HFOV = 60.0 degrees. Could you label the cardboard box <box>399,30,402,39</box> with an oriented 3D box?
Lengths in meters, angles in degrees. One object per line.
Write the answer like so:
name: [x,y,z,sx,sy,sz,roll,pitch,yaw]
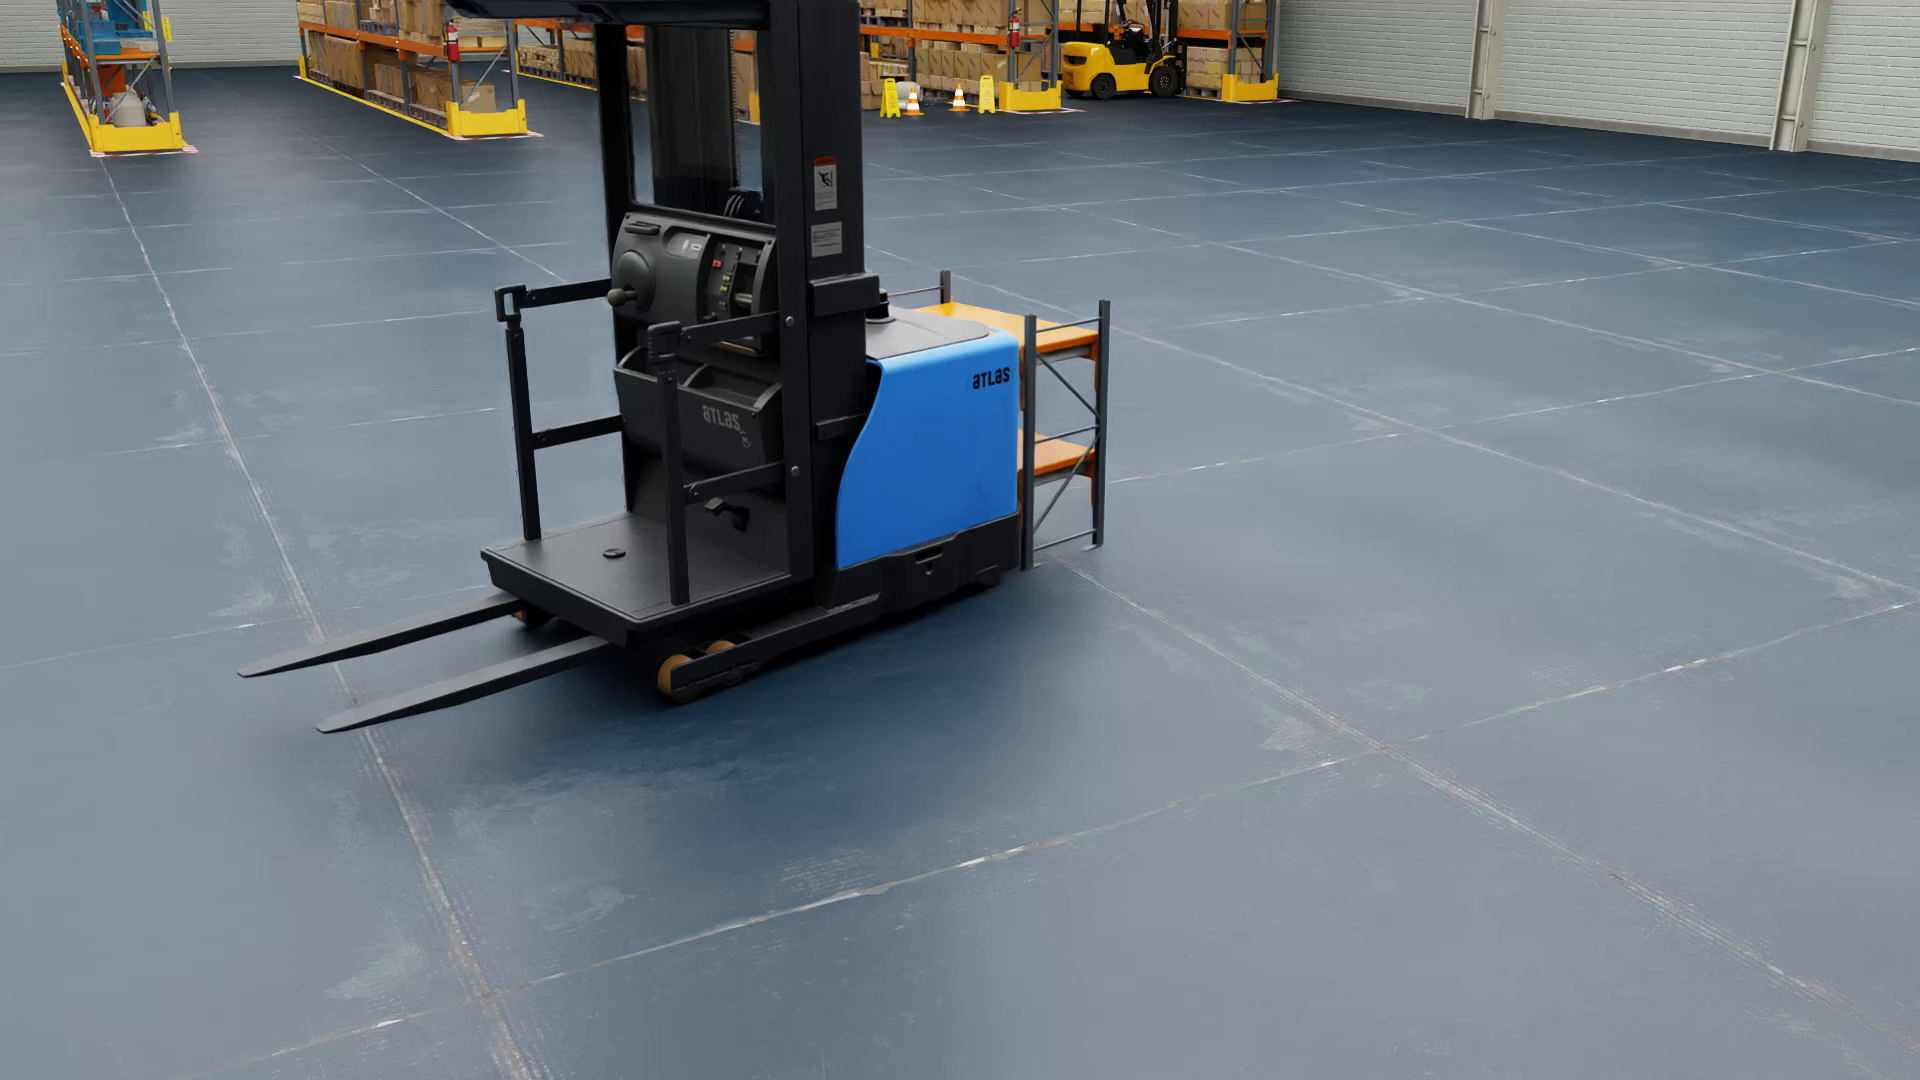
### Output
cardboard box: [-9.456,-8.721,28.693,0.380,0.149,0.250,-10,21,-27]

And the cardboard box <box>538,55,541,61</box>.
cardboard box: [-9.881,-11.567,39.824,0.380,0.149,0.250,-9,21,-24]

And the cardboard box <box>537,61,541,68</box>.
cardboard box: [-9.866,-11.341,39.627,0.380,0.149,0.250,-10,21,-27]

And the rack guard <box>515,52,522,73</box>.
rack guard: [-10.543,-11.929,41.436,1.175,0.500,0.348,-10,21,-27]

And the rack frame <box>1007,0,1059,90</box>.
rack frame: [1.327,-9.335,30.086,1.000,3.000,0.127,-10,21,-27]

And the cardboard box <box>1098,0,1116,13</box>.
cardboard box: [3.336,-11.520,35.882,0.500,0.250,0.500,-10,22,-28]

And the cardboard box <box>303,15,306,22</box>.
cardboard box: [-14.744,-11.900,37.904,0.380,0.149,0.250,-10,22,-27]

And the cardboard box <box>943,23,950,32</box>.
cardboard box: [-0.106,-9.856,31.981,0.380,0.149,0.250,-10,21,-26]

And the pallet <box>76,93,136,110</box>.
pallet: [-15.963,-8.231,31.162,1.003,0.211,1.213,-10,21,-27]

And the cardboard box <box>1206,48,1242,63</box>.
cardboard box: [5.201,-9.560,32.778,0.500,0.250,0.500,-9,21,-25]

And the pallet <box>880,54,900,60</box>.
pallet: [-1.489,-13.129,45.357,1.003,0.211,1.213,-10,21,-27]

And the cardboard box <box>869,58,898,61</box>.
cardboard box: [-1.855,-10.214,36.017,0.950,0.372,0.625,-10,22,-28]

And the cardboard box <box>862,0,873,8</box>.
cardboard box: [-1.719,-11.408,34.842,0.500,0.500,0.500,-11,22,-29]

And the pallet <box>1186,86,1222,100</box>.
pallet: [5.294,-9.000,33.390,1.003,0.211,1.213,-10,21,-27]

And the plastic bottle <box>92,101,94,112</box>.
plastic bottle: [-13.503,-6.701,25.943,0.061,0.283,0.133,-9,21,-24]

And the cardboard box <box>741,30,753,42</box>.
cardboard box: [-3.197,-8.710,28.044,0.875,0.550,0.550,-10,21,-27]

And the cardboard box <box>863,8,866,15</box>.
cardboard box: [-1.823,-11.203,35.241,0.380,0.149,0.250,-9,21,-25]

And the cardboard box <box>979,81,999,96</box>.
cardboard box: [0.695,-8.431,31.038,0.500,0.250,0.500,-10,21,-27]

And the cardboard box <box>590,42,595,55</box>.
cardboard box: [-7.585,-10.506,35.519,0.500,0.250,0.500,-10,21,-26]

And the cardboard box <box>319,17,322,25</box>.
cardboard box: [-13.649,-11.237,35.983,0.380,0.149,0.250,-10,21,-26]

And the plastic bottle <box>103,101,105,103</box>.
plastic bottle: [-13.459,-6.781,26.191,0.097,0.271,0.097,0,19,0]

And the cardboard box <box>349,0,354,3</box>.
cardboard box: [-11.833,-11.018,33.272,0.797,0.503,0.637,-9,21,-25]

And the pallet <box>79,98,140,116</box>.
pallet: [-15.218,-7.783,29.863,1.003,0.211,1.213,-10,21,-27]

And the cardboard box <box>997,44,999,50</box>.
cardboard box: [1.025,-11.802,40.423,0.500,0.500,0.500,-9,21,-24]

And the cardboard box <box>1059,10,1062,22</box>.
cardboard box: [2.376,-11.874,37.673,0.500,0.250,0.500,-11,22,-28]

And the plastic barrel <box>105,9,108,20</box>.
plastic barrel: [-13.914,-8.554,27.615,0.433,0.535,0.433,0,19,0]

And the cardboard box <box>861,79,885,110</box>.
cardboard box: [-1.735,-8.267,30.818,0.637,0.503,0.797,7,20,20]

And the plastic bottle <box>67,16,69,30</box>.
plastic bottle: [-17.393,-10.122,32.557,0.152,0.276,0.135,-10,21,-27]

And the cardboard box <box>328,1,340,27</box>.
cardboard box: [-12.855,-10.977,34.692,0.500,0.500,0.500,-10,21,-27]

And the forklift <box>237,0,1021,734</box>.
forklift: [-1.146,-0.996,6.024,3.031,2.935,1.130,-18,26,-42]

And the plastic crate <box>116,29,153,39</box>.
plastic crate: [-12.888,-7.835,25.968,0.499,0.251,0.616,-10,21,-27]

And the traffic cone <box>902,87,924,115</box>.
traffic cone: [-0.828,-7.790,29.498,0.336,0.463,0.334,-10,21,-27]

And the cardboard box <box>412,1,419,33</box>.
cardboard box: [-8.602,-8.721,27.696,0.875,0.500,0.500,-10,21,-27]

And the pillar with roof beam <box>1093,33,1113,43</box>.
pillar with roof beam: [-0.482,-14.336,35.382,9.100,9.000,0.400,-10,21,-27]

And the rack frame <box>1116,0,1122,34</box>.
rack frame: [3.794,-11.253,35.645,1.000,3.000,0.127,-10,21,-27]

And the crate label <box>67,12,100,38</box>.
crate label: [-15.318,-9.019,29.116,0.502,0.435,0.616,-10,21,-27]

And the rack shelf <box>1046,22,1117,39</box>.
rack shelf: [2.844,-11.487,37.427,1.077,0.370,4.000,-10,21,-27]

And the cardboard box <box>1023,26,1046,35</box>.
cardboard box: [1.348,-9.346,30.503,0.380,0.149,0.250,-10,21,-26]

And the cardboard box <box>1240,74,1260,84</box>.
cardboard box: [5.633,-9.175,33.194,0.500,0.250,0.500,-10,21,-26]

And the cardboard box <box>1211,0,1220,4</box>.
cardboard box: [5.135,-10.584,32.557,0.380,0.149,0.250,-10,21,-26]

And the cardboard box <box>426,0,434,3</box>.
cardboard box: [-8.115,-8.723,26.170,0.500,0.500,0.500,-10,21,-27]

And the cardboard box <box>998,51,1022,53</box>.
cardboard box: [0.923,-9.019,31.592,0.500,0.500,0.500,-11,22,-29]

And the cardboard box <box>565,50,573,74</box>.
cardboard box: [-8.562,-10.748,37.369,0.500,0.500,0.500,-9,21,-25]

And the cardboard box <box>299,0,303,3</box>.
cardboard box: [-14.764,-12.494,37.866,0.500,0.500,0.500,-11,22,-28]

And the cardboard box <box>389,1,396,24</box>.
cardboard box: [-9.548,-9.680,29.523,1.000,1.000,1.000,-10,21,-26]

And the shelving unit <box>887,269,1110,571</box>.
shelving unit: [0.111,-0.576,7.578,0.538,1.125,1.048,-17,25,-40]

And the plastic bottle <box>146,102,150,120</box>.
plastic bottle: [-12.646,-6.705,25.973,0.097,0.271,0.097,0,19,0]

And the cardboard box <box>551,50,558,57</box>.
cardboard box: [-9.234,-11.245,38.437,0.380,0.149,0.250,-10,21,-26]

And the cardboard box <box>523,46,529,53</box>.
cardboard box: [-10.386,-11.909,40.360,0.380,0.149,0.250,-10,21,-27]

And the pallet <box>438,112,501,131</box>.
pallet: [-7.785,-6.743,26.848,1.003,0.211,1.213,-10,21,-27]

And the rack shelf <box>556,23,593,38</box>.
rack shelf: [-7.730,-11.070,36.217,1.077,0.370,4.000,-10,21,-27]

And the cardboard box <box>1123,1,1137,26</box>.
cardboard box: [3.775,-11.133,35.143,0.500,0.500,0.500,-11,22,-28]

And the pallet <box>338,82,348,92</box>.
pallet: [-12.660,-9.717,35.468,1.003,0.211,1.213,-10,21,-27]
